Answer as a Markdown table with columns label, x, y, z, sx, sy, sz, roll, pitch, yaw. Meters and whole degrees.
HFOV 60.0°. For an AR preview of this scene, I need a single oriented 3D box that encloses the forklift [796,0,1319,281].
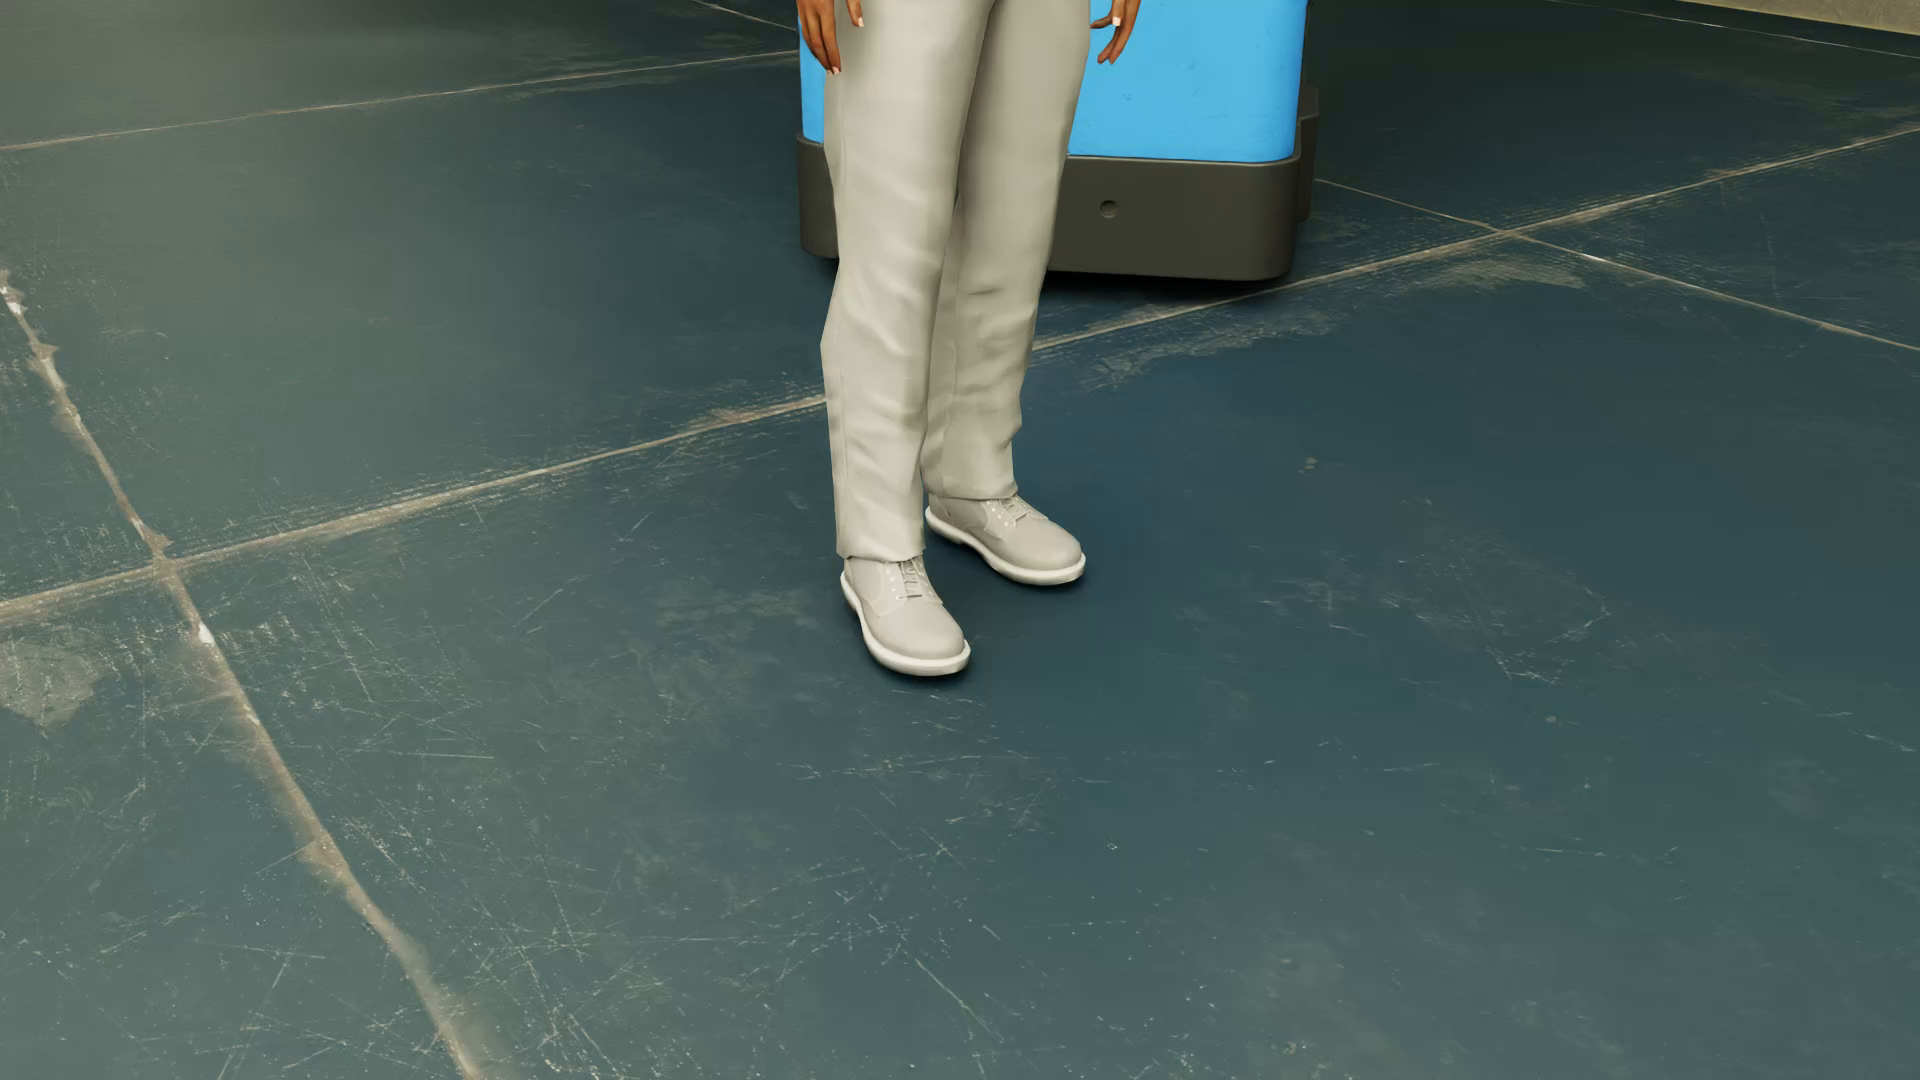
| label | x | y | z | sx | sy | sz | roll | pitch | yaw |
| --- | --- | --- | --- | --- | --- | --- | --- | --- | --- |
| forklift | 0.426 | -2.475 | 4.164 | 1.130 | 2.935 | 3.031 | 5 | 27 | 9 |

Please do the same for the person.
| label | x | y | z | sx | sy | sz | roll | pitch | yaw |
| --- | --- | --- | --- | --- | --- | --- | --- | --- | --- |
| person | 0.027 | -0.731 | 2.051 | 0.569 | 1.695 | 0.528 | -17 | 31 | -31 |
